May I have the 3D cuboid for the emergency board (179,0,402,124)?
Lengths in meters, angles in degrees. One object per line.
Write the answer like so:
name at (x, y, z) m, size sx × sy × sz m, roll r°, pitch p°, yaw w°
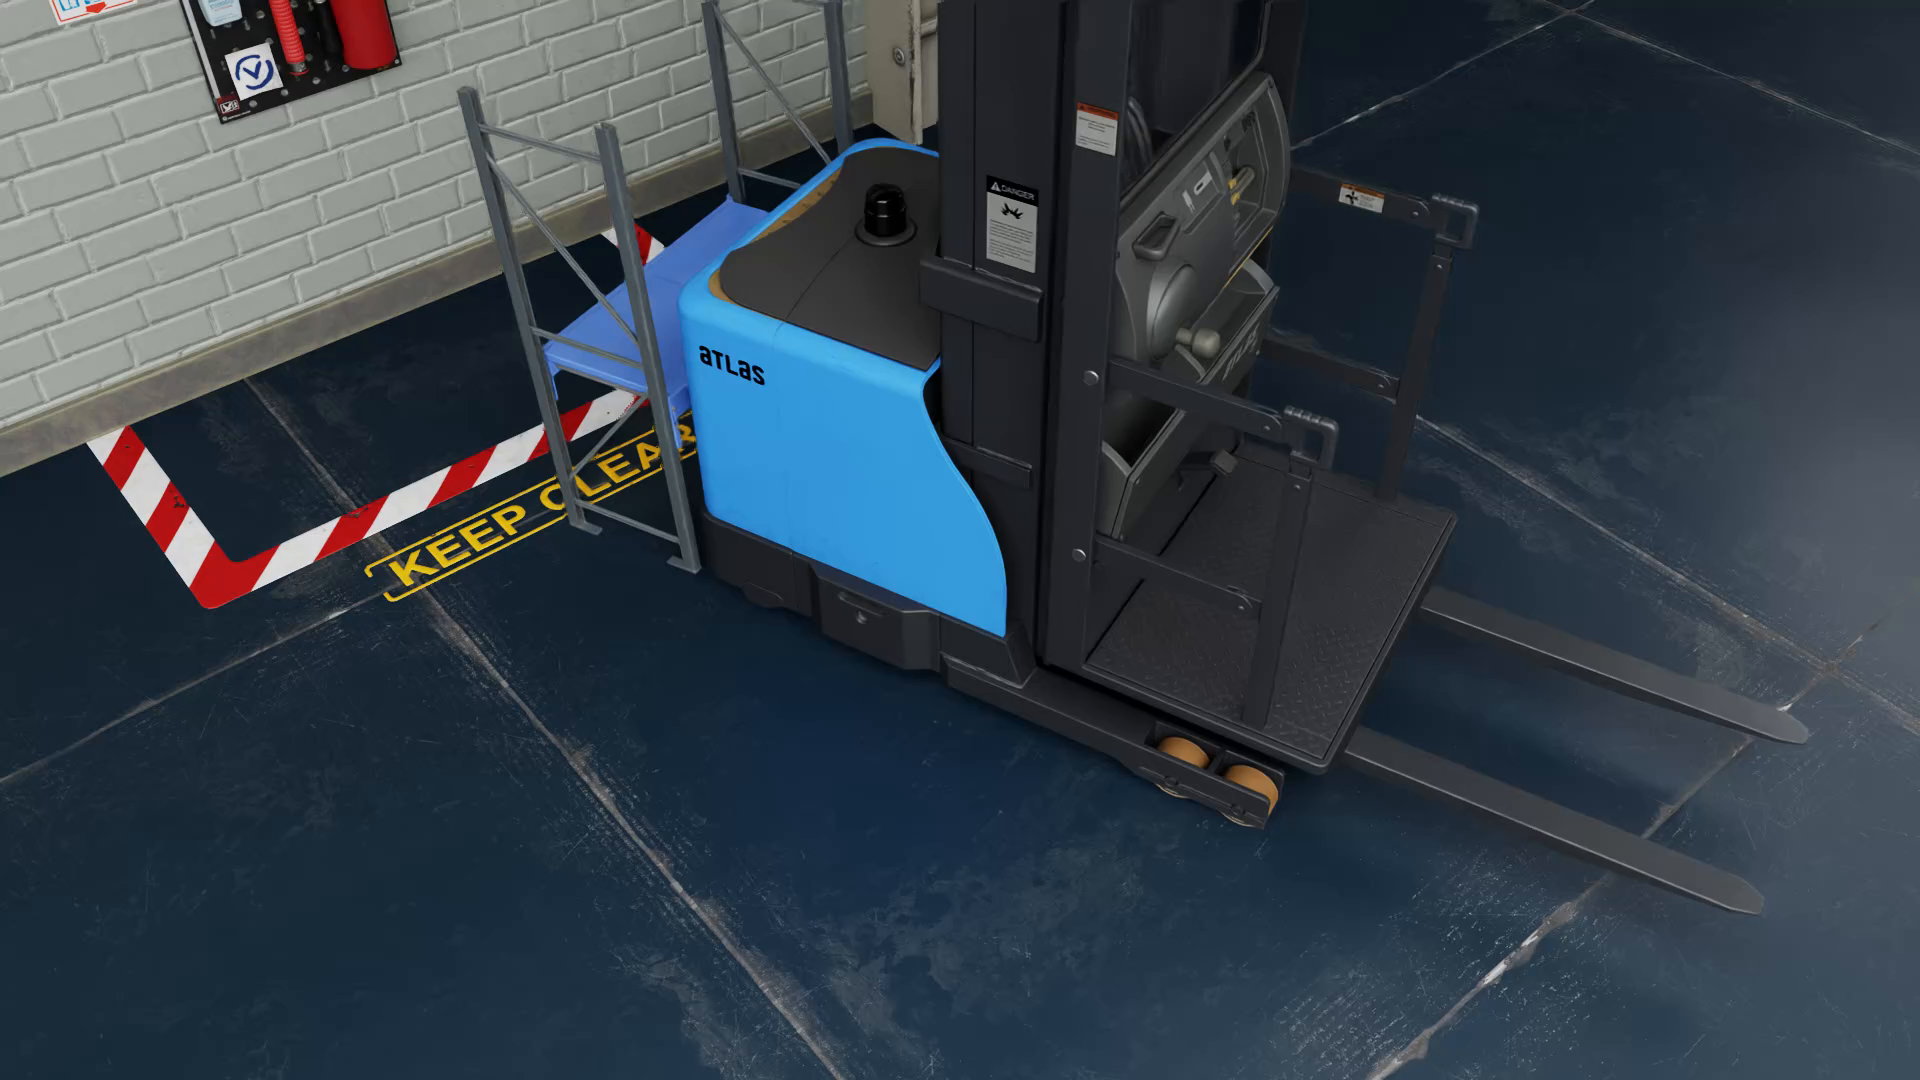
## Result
emergency board at (-2.065, -1.854, 5.033) m, size 0.643 × 1.169 × 0.194 m, roll -30°, pitch 51°, yaw -28°

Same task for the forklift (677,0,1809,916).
forklift at (0.765, -0.725, 3.881) m, size 3.031 × 2.935 × 1.130 m, roll 22°, pitch 47°, yaw 21°

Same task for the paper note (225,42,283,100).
paper note at (-2.245, -1.491, 5.290) m, size 0.142 × 0.148 × 0.016 m, roll -30°, pitch 51°, yaw -28°

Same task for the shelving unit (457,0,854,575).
shelving unit at (-0.795, -0.839, 5.032) m, size 0.538 × 1.500 × 1.048 m, roll 20°, pitch 47°, yaw 23°

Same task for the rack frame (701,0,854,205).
rack frame at (-0.542, -1.141, 5.354) m, size 0.500 × 1.500 × 0.032 m, roll 20°, pitch 47°, yaw 23°

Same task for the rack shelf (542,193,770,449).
rack shelf at (-0.788, -0.705, 5.152) m, size 0.538 × 0.185 × 1.000 m, roll 20°, pitch 47°, yaw 23°

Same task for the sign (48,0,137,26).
sign at (-2.555, -1.678, 4.820) m, size 0.234 × 0.329 × 0.001 m, roll -30°, pitch 51°, yaw -28°

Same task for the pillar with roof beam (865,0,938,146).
pillar with roof beam at (2.618, -2.846, 1.707) m, size 0.400 × 9.000 × 9.100 m, roll -30°, pitch 51°, yaw -28°

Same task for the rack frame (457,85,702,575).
rack frame at (-1.049, -0.537, 4.711) m, size 0.500 × 1.500 × 0.032 m, roll 20°, pitch 47°, yaw 23°
